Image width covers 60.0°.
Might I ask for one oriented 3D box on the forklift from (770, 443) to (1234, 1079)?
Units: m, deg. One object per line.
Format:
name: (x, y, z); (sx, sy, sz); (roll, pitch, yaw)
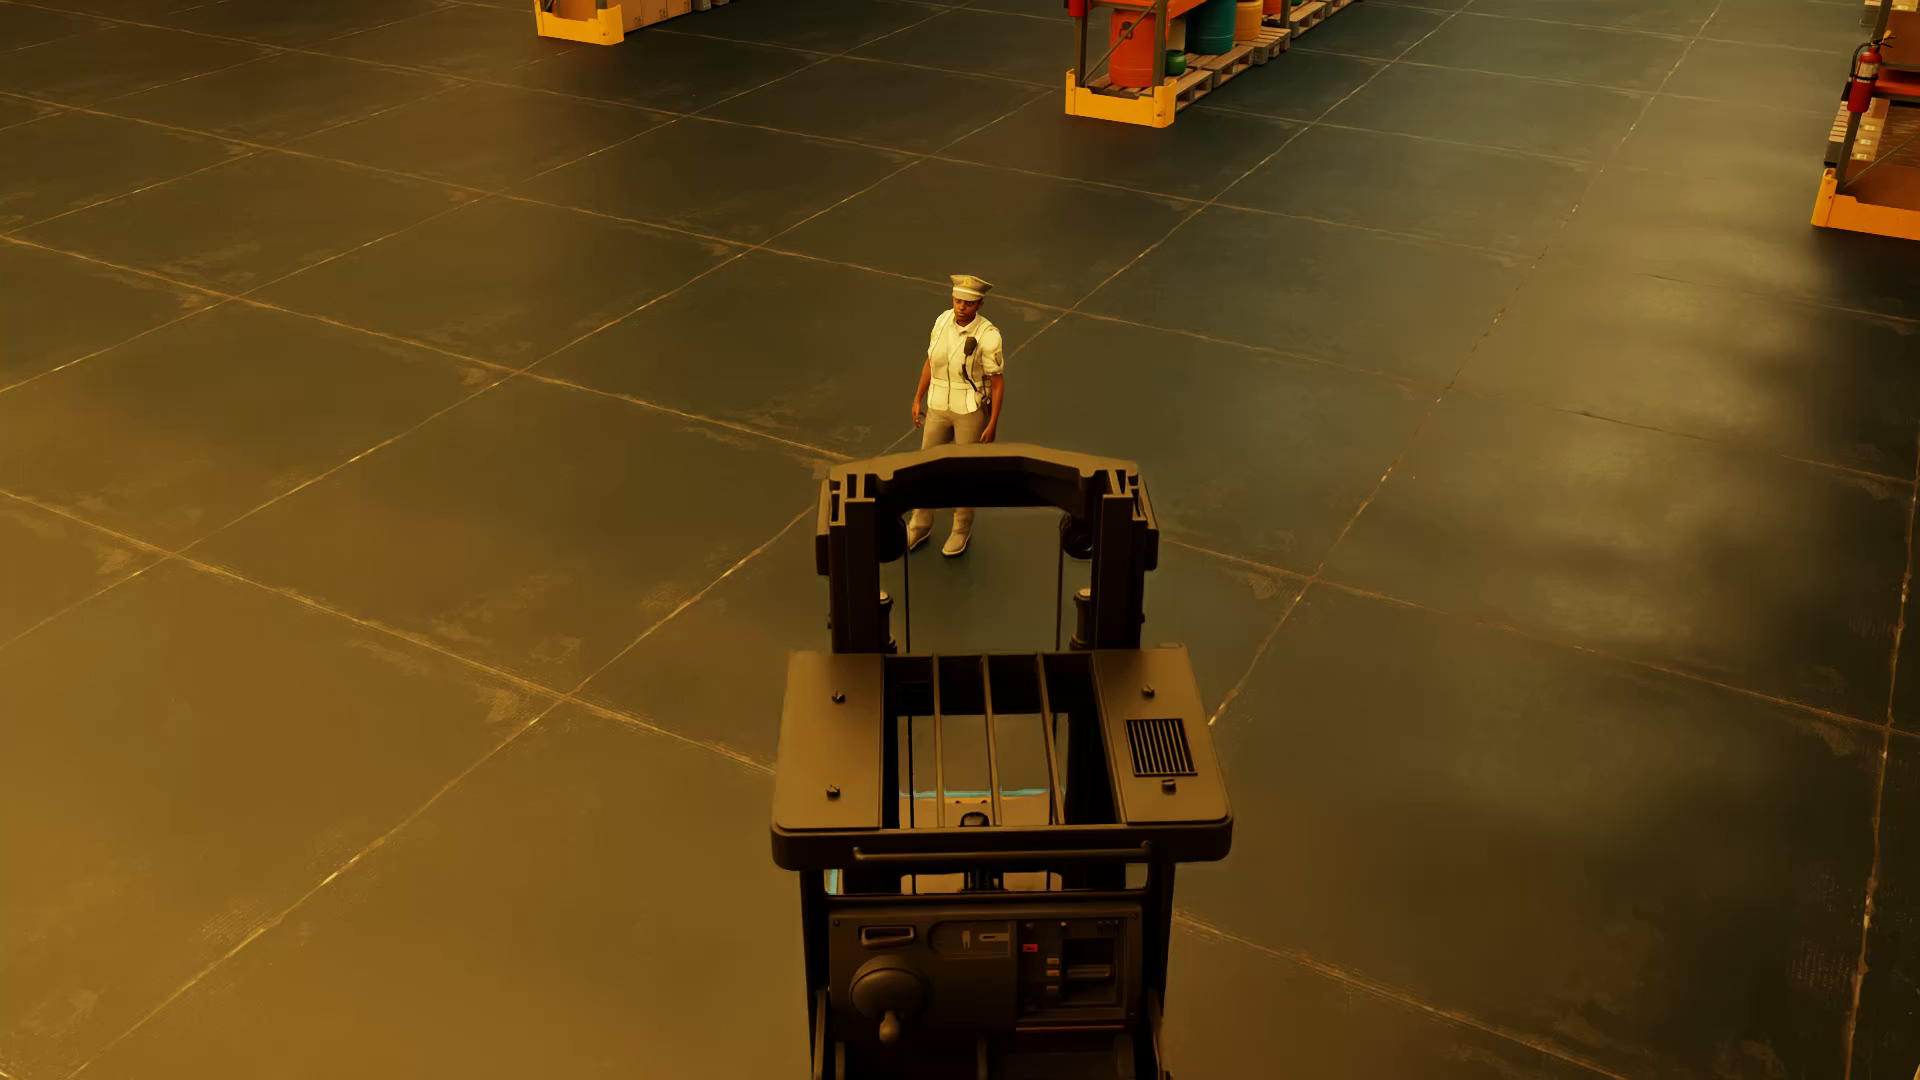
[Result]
forklift: (0.087, 1.332, 4.763); (1.130, 2.935, 3.031); (-1, 30, -2)

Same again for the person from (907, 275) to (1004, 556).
person: (-0.054, -0.712, 9.528); (0.569, 1.695, 0.530); (15, 33, 25)
